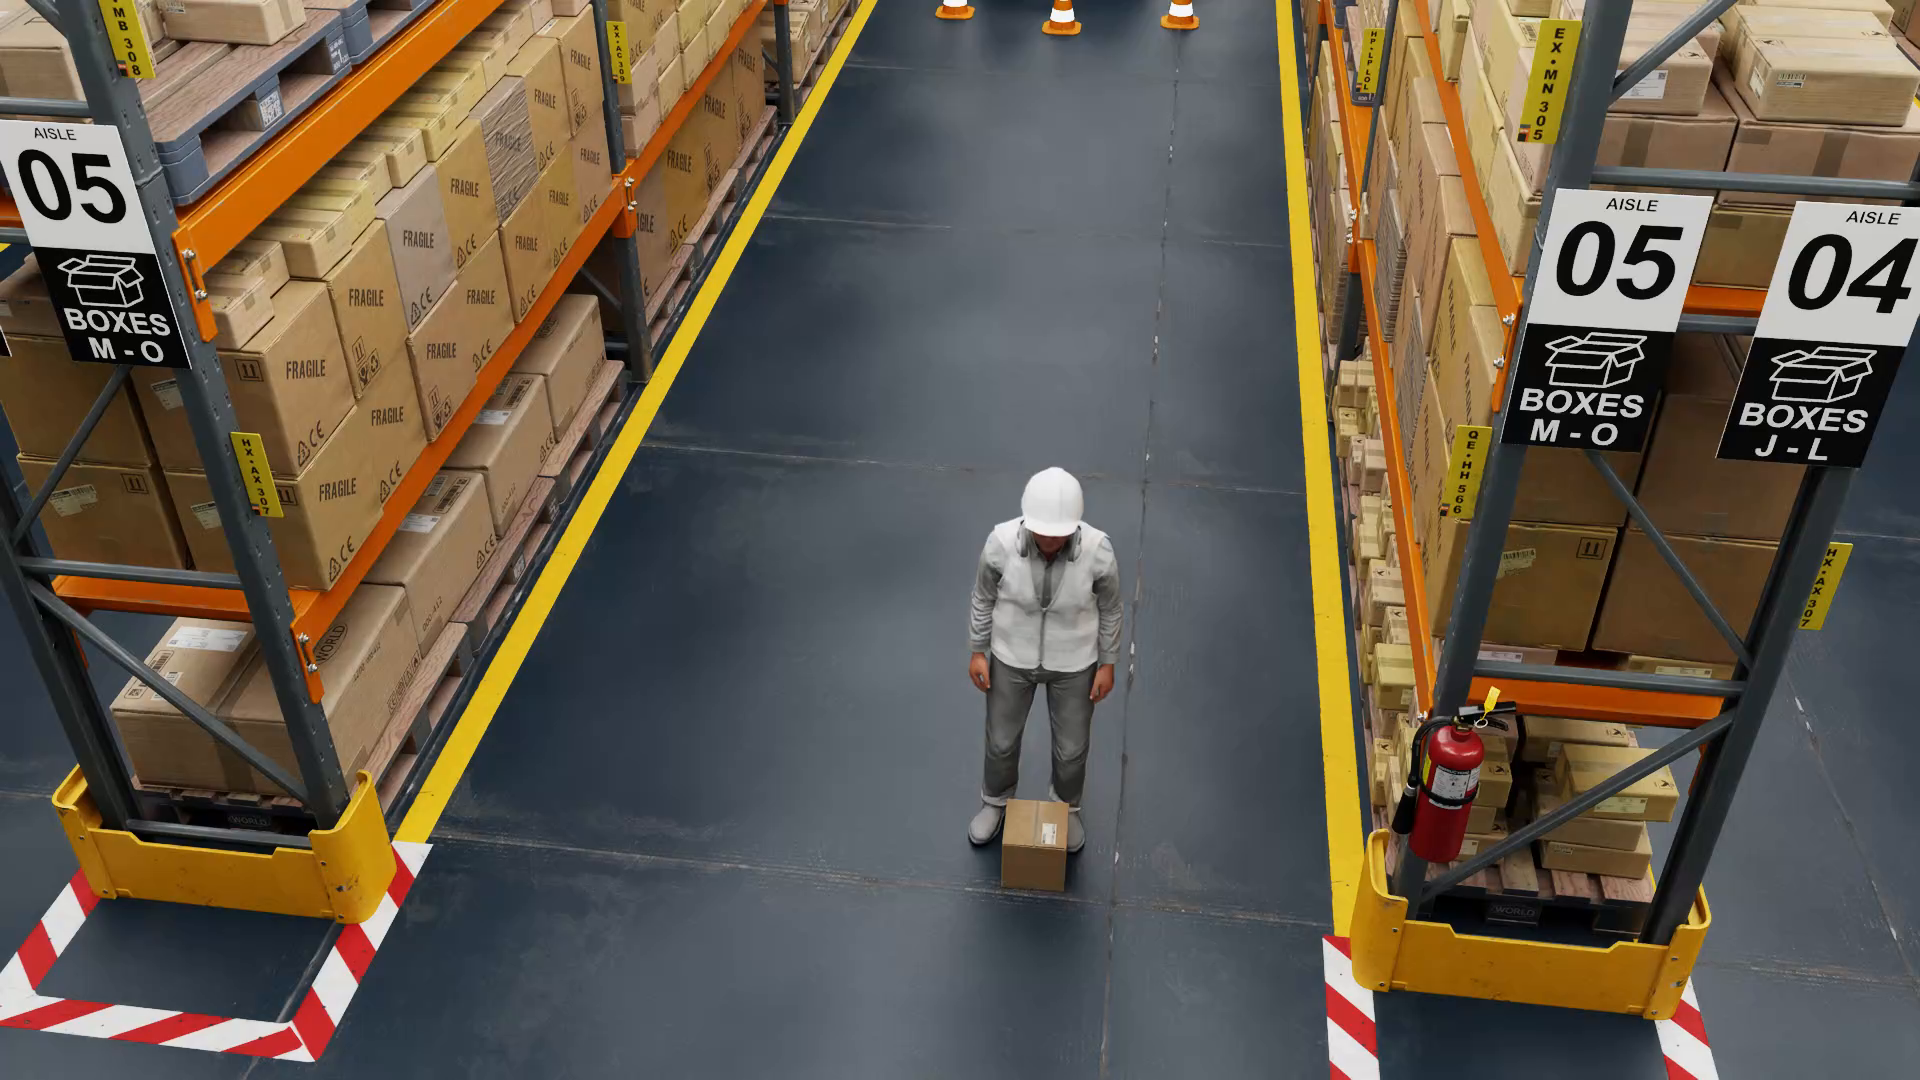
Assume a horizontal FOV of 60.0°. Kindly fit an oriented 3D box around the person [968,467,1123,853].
[{"bbox_3d":[0.321,0.449,6.397,0.581,1.772,0.460,5,36,6],"label":"person"}]
